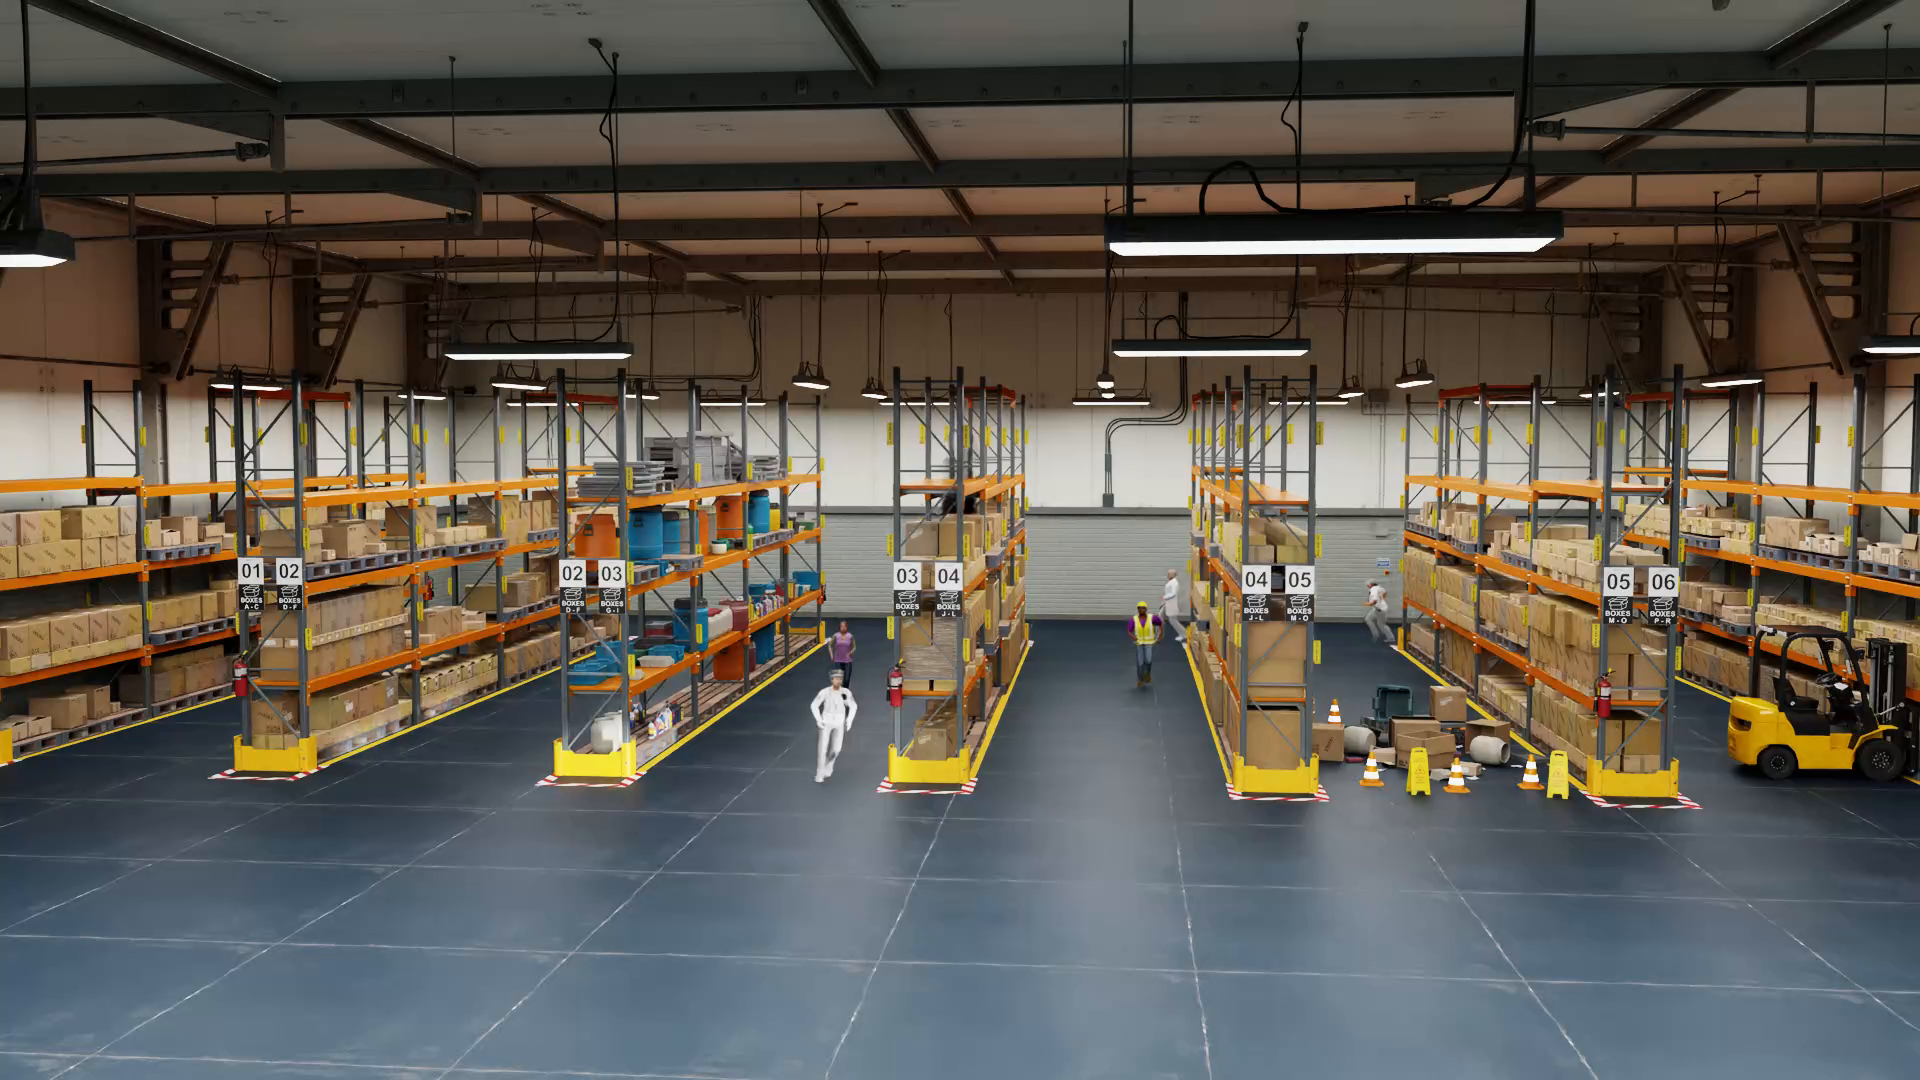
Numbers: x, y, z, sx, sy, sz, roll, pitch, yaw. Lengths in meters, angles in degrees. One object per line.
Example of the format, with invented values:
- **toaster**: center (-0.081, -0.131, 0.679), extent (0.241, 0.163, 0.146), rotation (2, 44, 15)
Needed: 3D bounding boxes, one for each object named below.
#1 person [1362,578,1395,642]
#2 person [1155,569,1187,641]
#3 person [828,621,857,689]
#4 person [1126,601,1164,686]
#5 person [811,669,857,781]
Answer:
- **person**: center (10.179, 1.726, 40.418), extent (0.811, 1.600, 0.605), rotation (1, 4, 14)
- **person**: center (5.116, 1.612, 40.487), extent (0.956, 1.804, 0.723), rotation (0, 4, -1)
- **person**: center (-2.190, 2.294, 31.066), extent (0.526, 1.562, 0.531), rotation (-1, 4, -10)
- **person**: center (3.675, 2.077, 33.083), extent (0.726, 1.714, 0.743), rotation (1, 4, 10)
- **person**: center (-1.828, 2.692, 24.150), extent (0.676, 1.644, 0.507), rotation (0, 4, -7)
